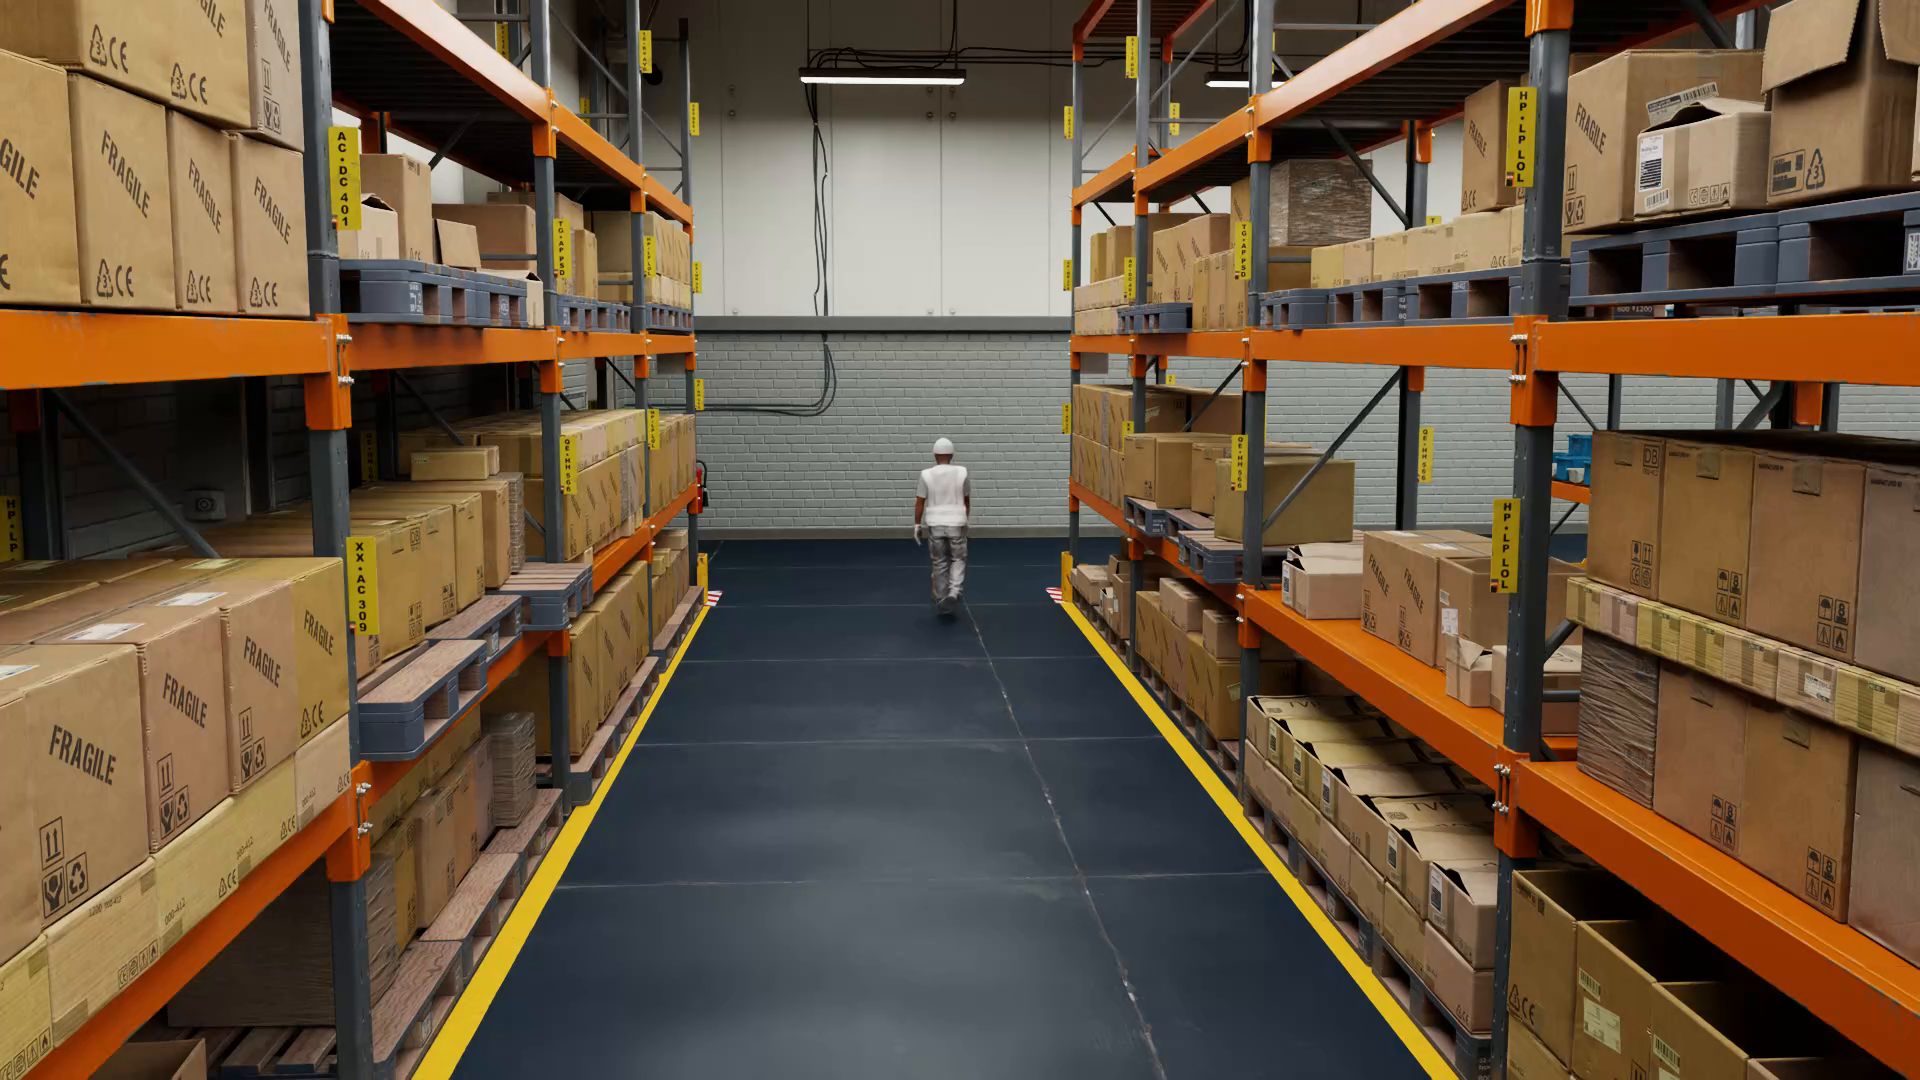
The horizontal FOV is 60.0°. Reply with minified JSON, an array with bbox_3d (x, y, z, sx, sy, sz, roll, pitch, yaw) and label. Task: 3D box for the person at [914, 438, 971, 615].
[{"bbox_3d":[-0.174,-0.128,16.671,0.573,1.784,0.646,0,7,0],"label":"person"}]
